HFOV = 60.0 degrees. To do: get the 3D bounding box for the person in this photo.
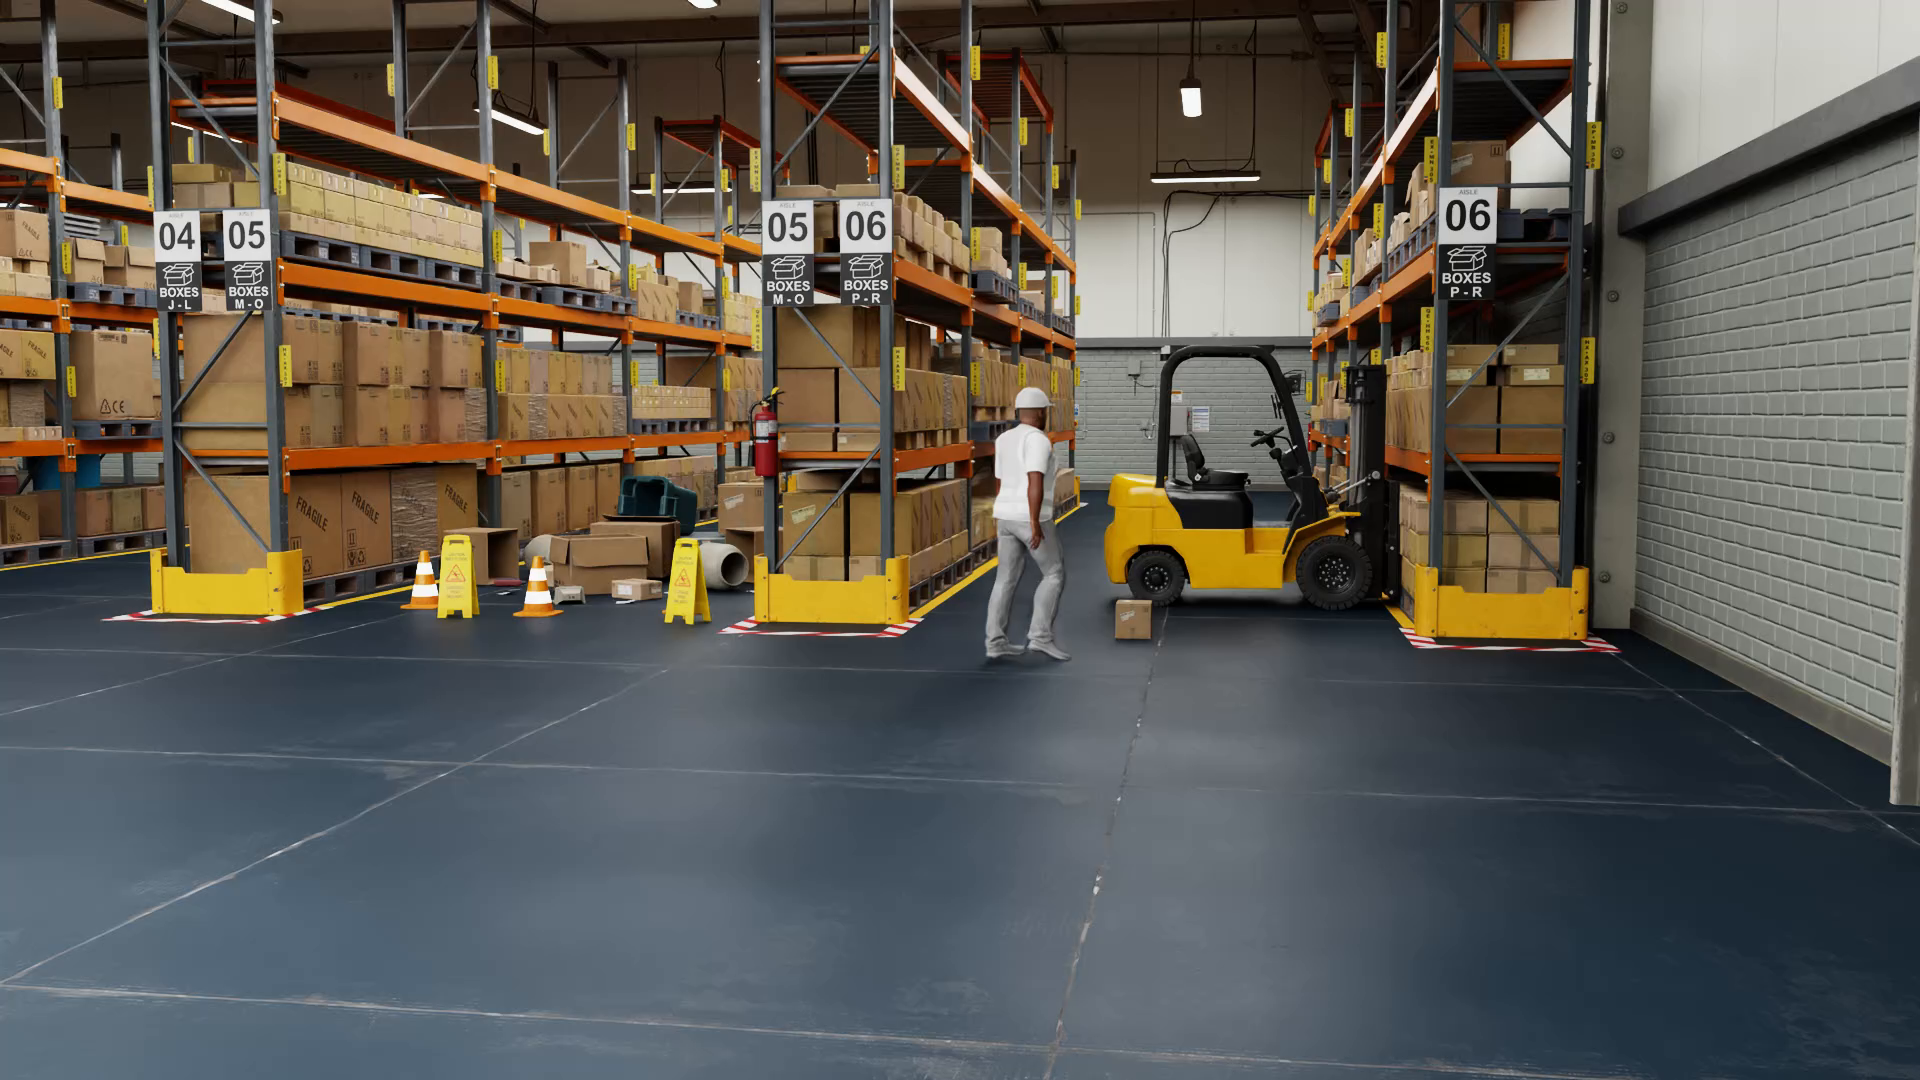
[{"bbox_3d":[0.391,-0.095,10.778,0.564,1.783,0.606,-3,6,-37],"label":"person"}]
